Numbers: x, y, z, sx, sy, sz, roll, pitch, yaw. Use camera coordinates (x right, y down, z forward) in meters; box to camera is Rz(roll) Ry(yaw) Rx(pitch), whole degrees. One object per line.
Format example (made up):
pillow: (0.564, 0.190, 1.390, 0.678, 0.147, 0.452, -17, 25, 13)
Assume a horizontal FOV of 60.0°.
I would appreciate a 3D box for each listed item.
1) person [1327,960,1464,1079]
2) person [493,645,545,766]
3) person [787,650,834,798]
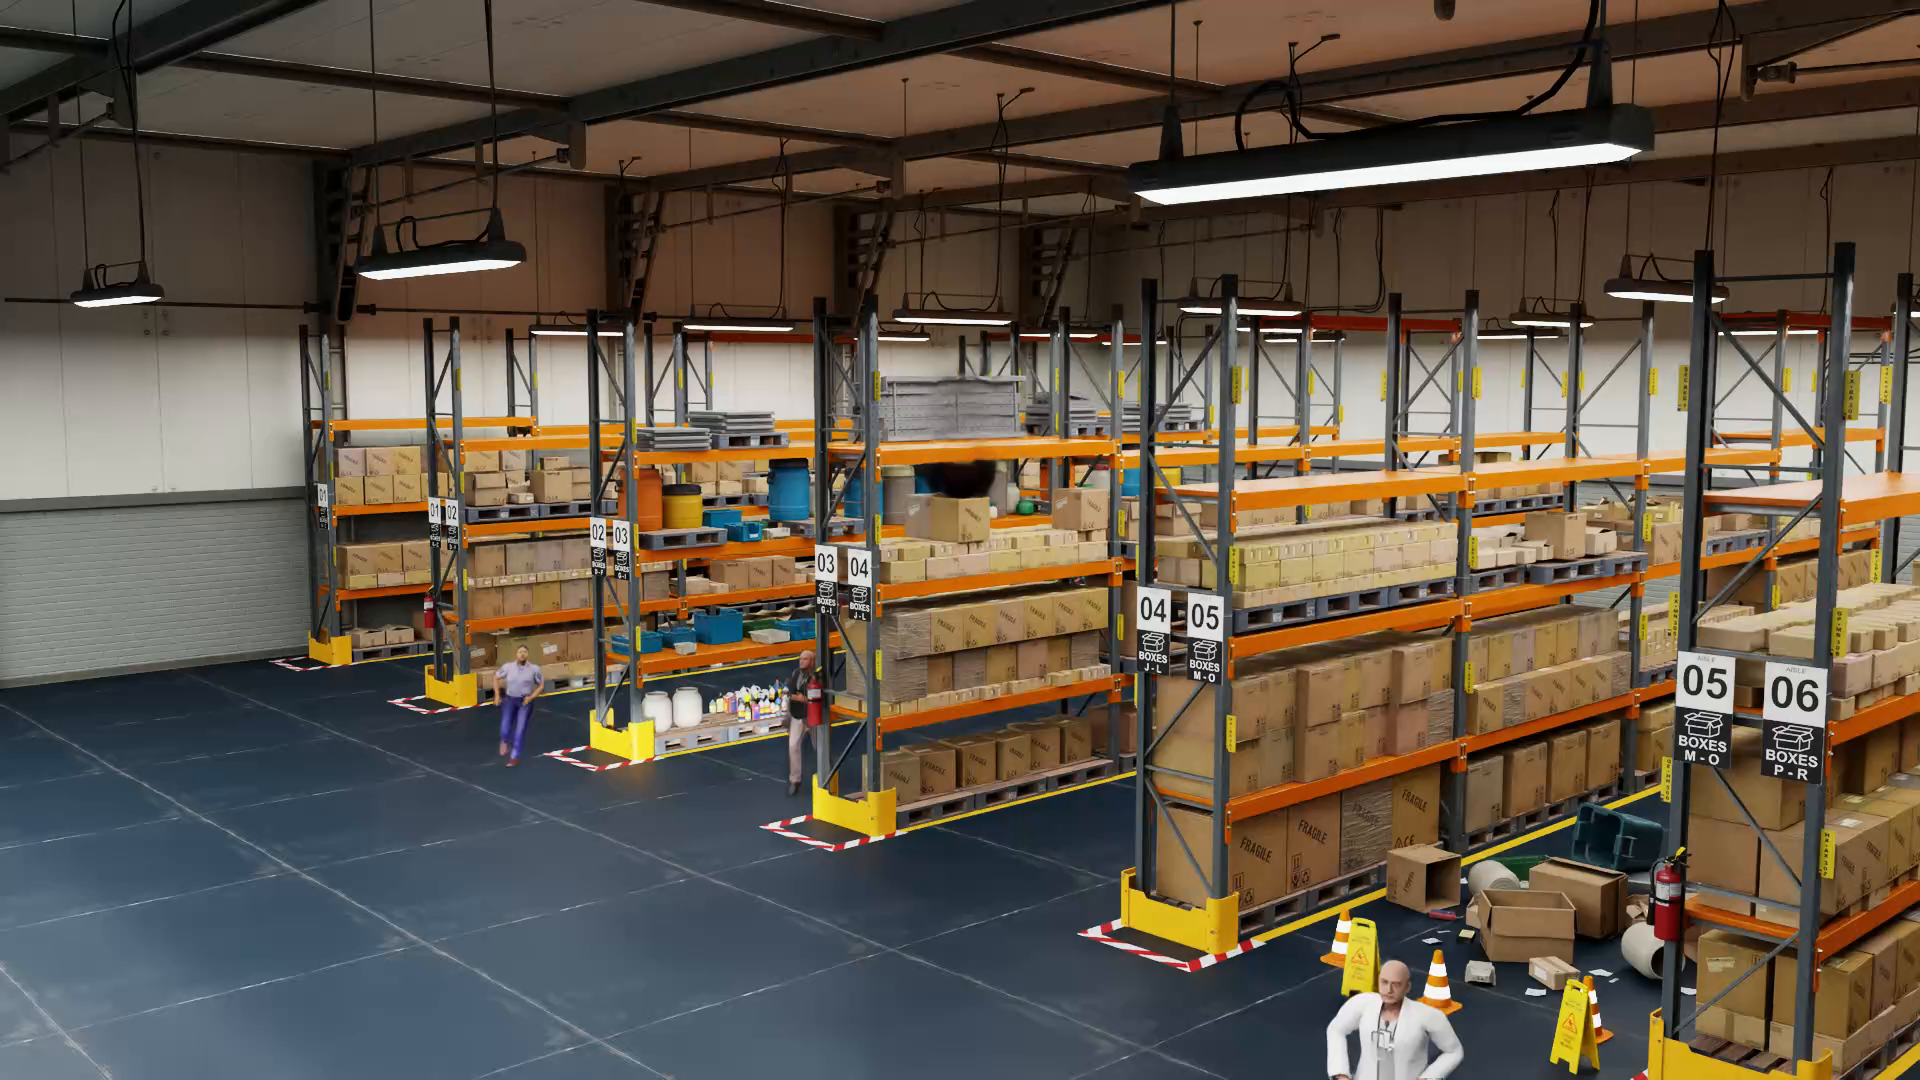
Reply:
person: (2.497, 3.331, 9.852, 0.921, 1.782, 0.791, 3, 6, 26)
person: (-5.813, 2.182, 21.925, 0.652, 1.576, 0.523, -1, 6, -13)
person: (-1.858, 2.228, 20.516, 0.628, 1.771, 0.871, 3, 6, 25)
